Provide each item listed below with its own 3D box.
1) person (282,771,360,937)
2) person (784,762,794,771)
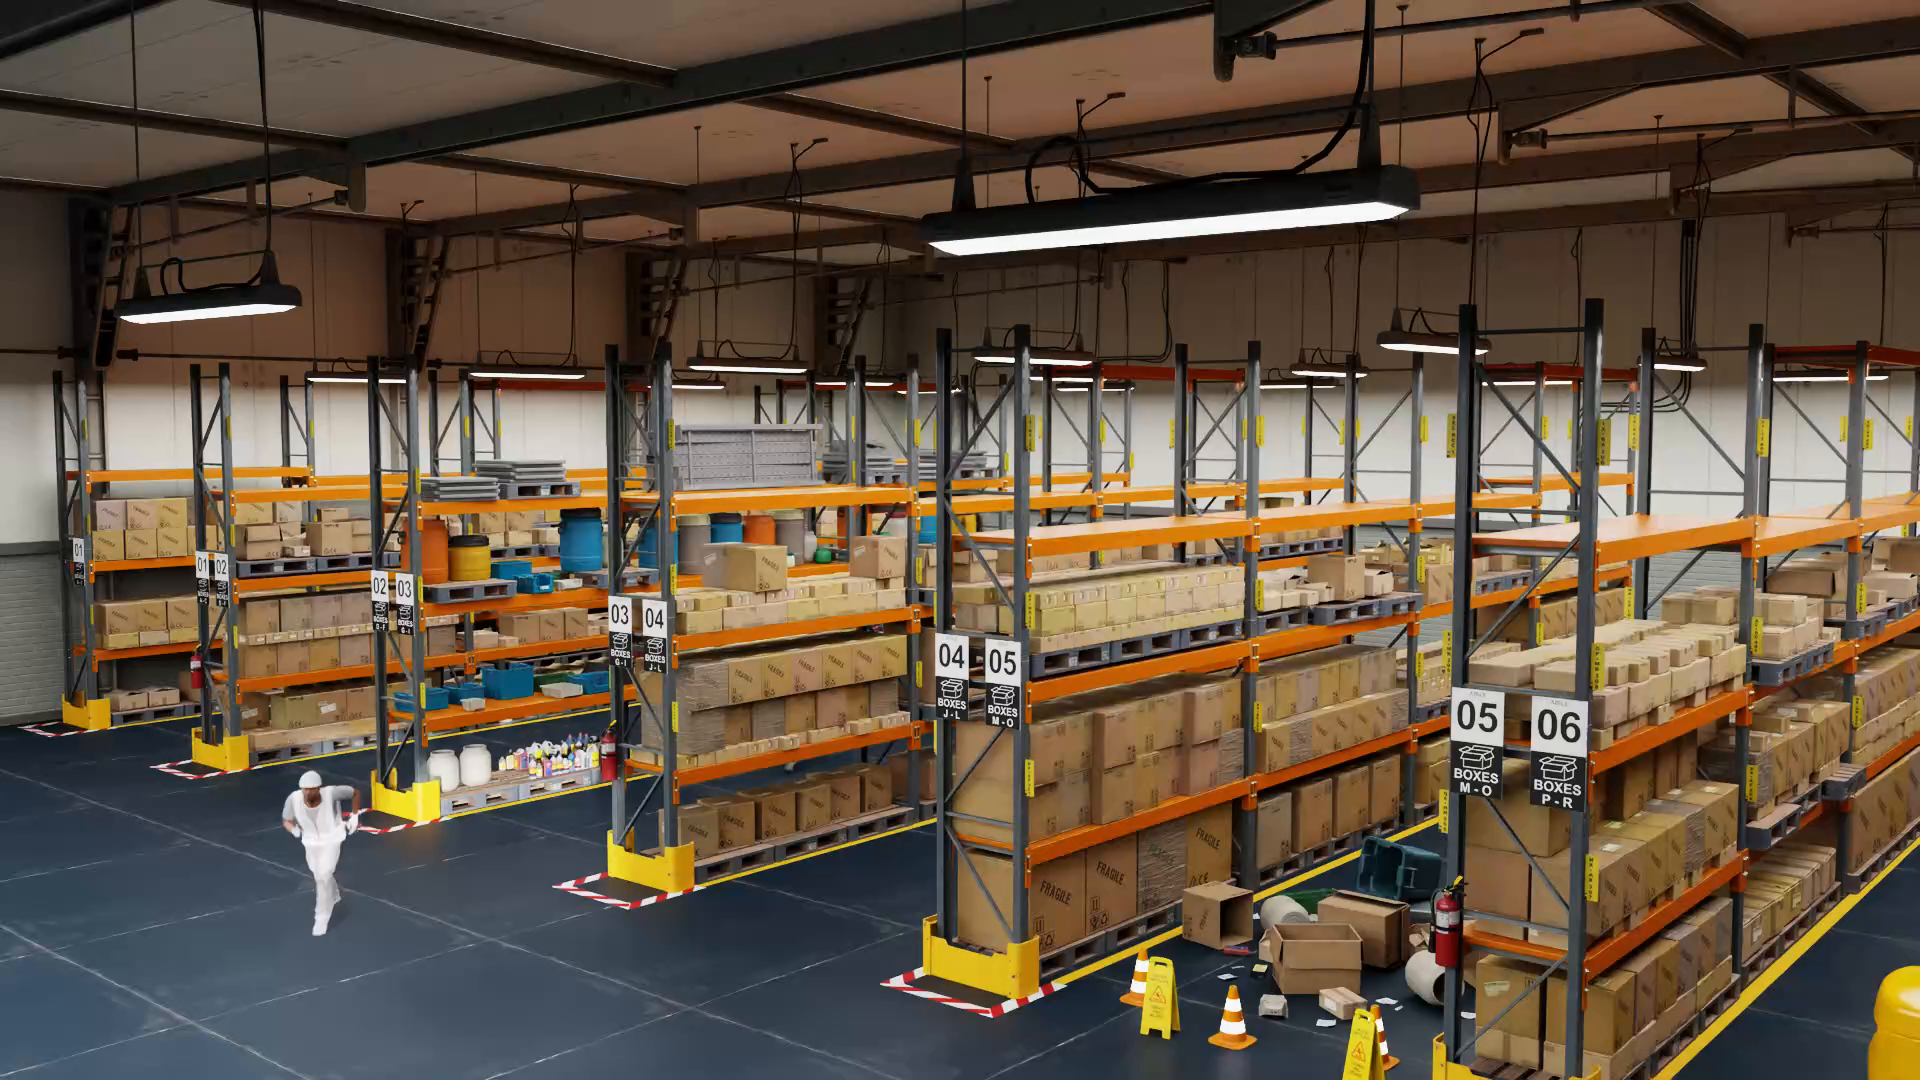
[{"bbox_3d":[-6.476,3.134,16.950,0.730,1.723,1.025,0,4,-6],"label":"person"},{"bbox_3d":[-2.578,2.542,24.309,0.670,1.732,0.632,1,4,13],"label":"person"}]
